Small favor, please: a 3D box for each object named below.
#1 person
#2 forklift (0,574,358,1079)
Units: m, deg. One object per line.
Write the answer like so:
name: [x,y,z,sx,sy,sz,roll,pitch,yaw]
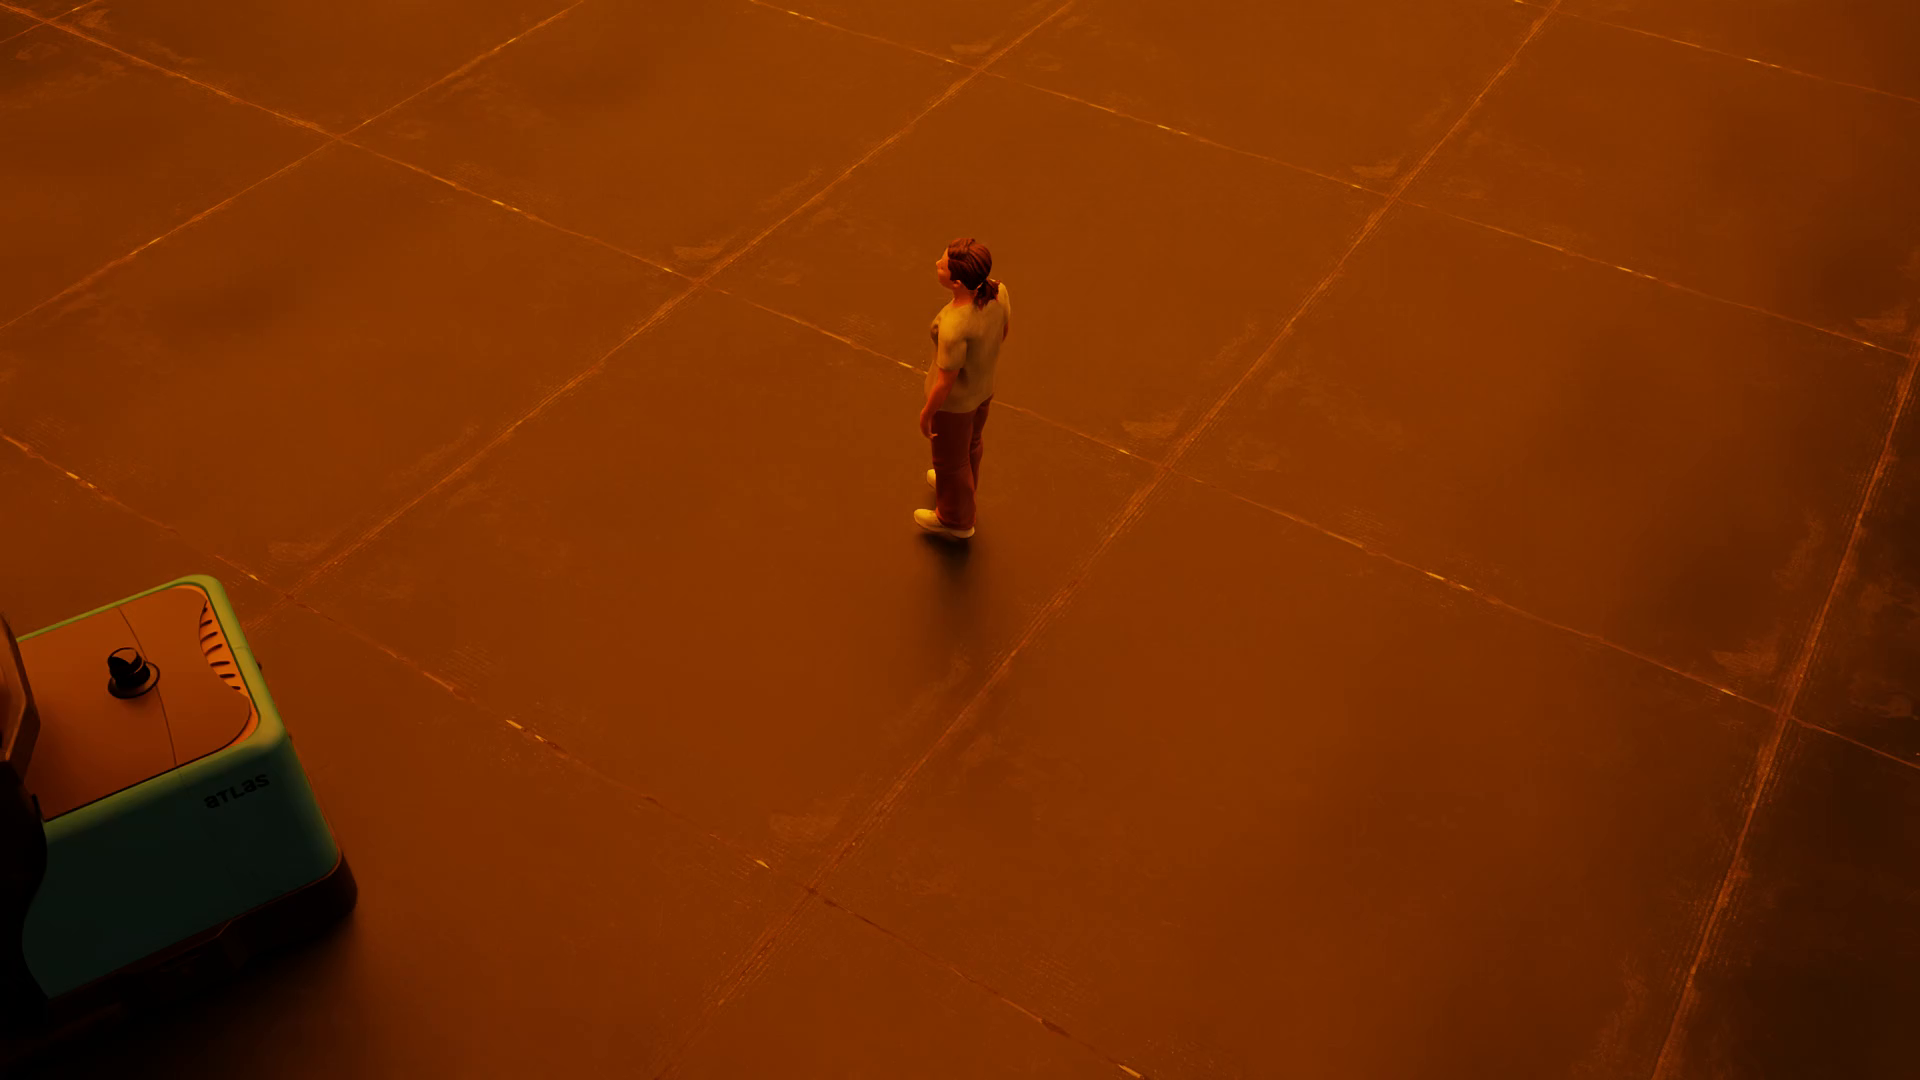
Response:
person: [-0.056,-0.666,7.414,0.548,1.648,0.554,24,48,23]
forklift: [-3.849,0.644,5.169,3.031,2.935,1.130,-24,48,-23]
